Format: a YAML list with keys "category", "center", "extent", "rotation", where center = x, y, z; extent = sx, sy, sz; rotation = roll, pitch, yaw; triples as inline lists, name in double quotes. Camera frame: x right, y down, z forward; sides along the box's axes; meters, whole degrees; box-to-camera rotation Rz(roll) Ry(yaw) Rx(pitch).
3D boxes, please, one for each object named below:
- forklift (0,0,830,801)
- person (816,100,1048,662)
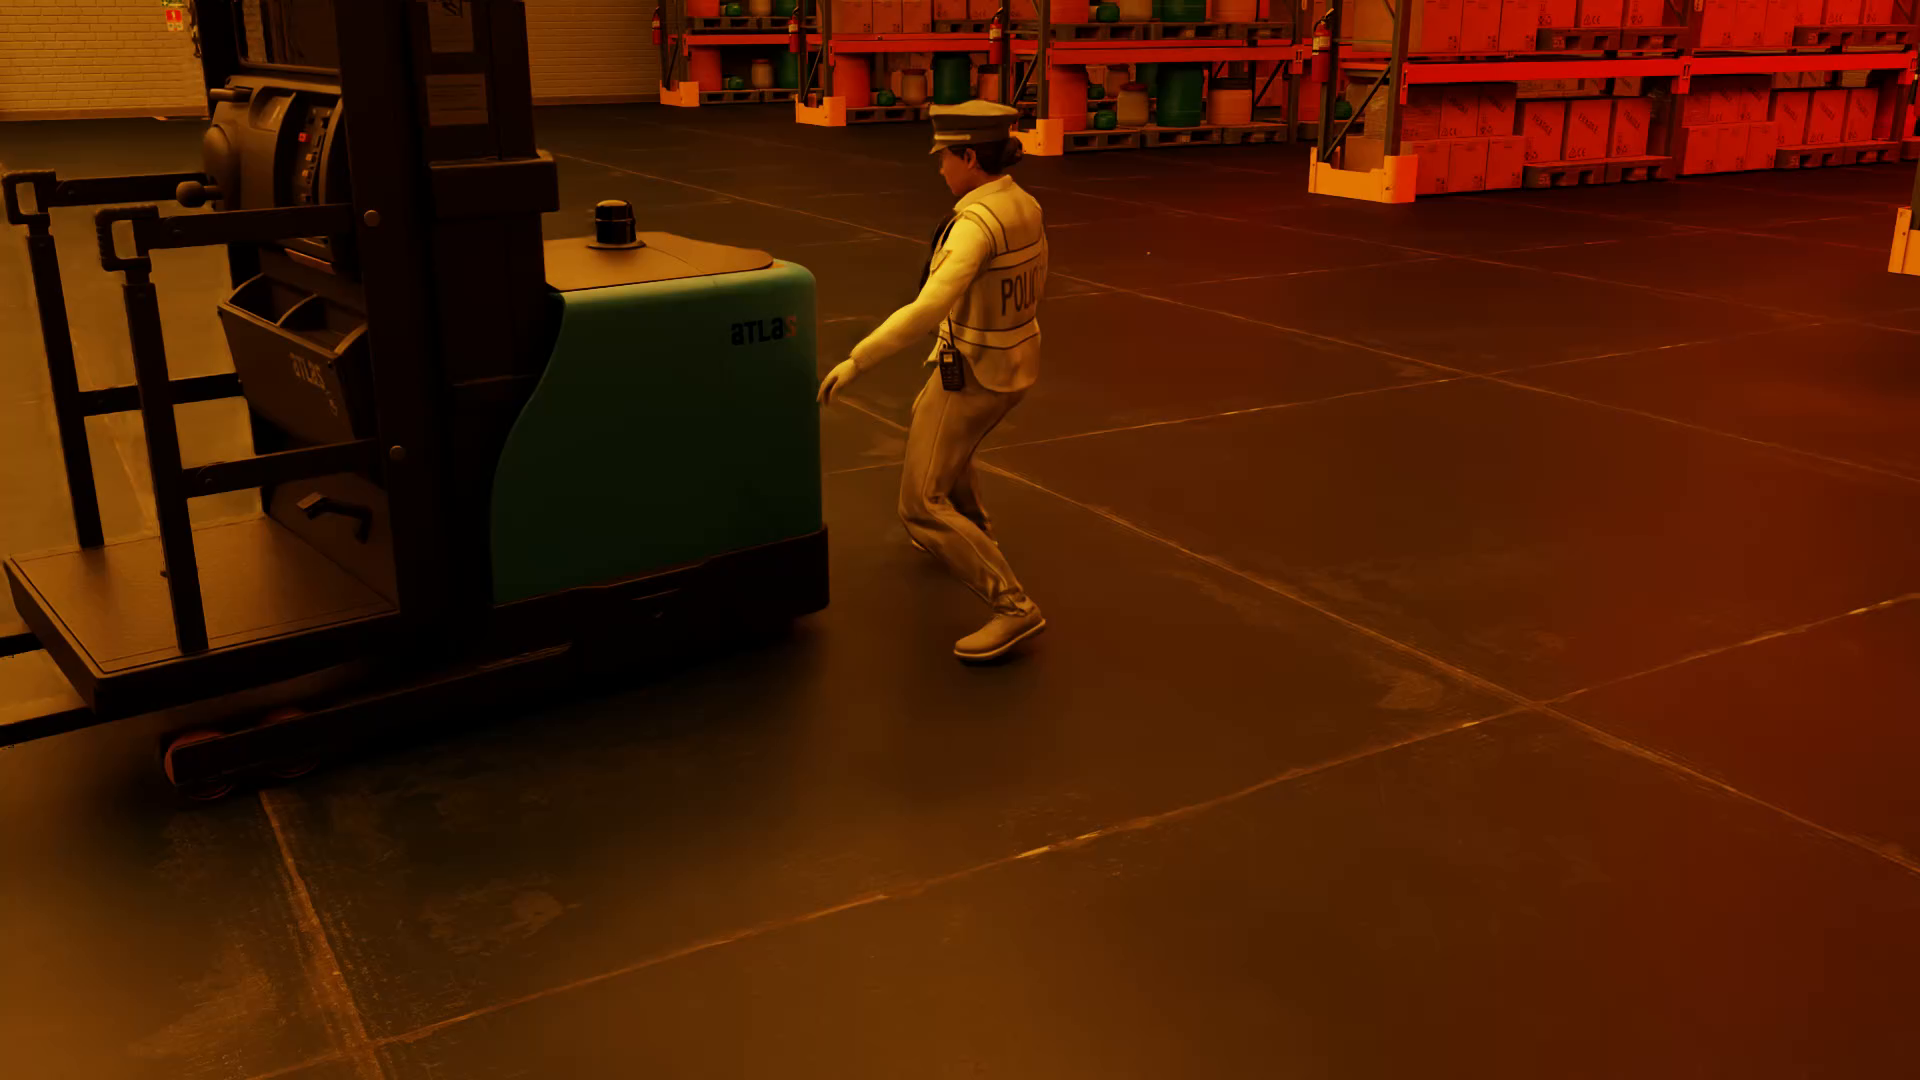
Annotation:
- category: "forklift"
  center: [-1.856, -0.970, 3.991]
  extent: [3.031, 2.935, 1.130]
  rotation: [-14, 22, -36]
- category: "person"
  center: [0.016, -0.505, 4.847]
  extent: [0.688, 1.506, 0.881]
  rotation: [8, 20, 24]
